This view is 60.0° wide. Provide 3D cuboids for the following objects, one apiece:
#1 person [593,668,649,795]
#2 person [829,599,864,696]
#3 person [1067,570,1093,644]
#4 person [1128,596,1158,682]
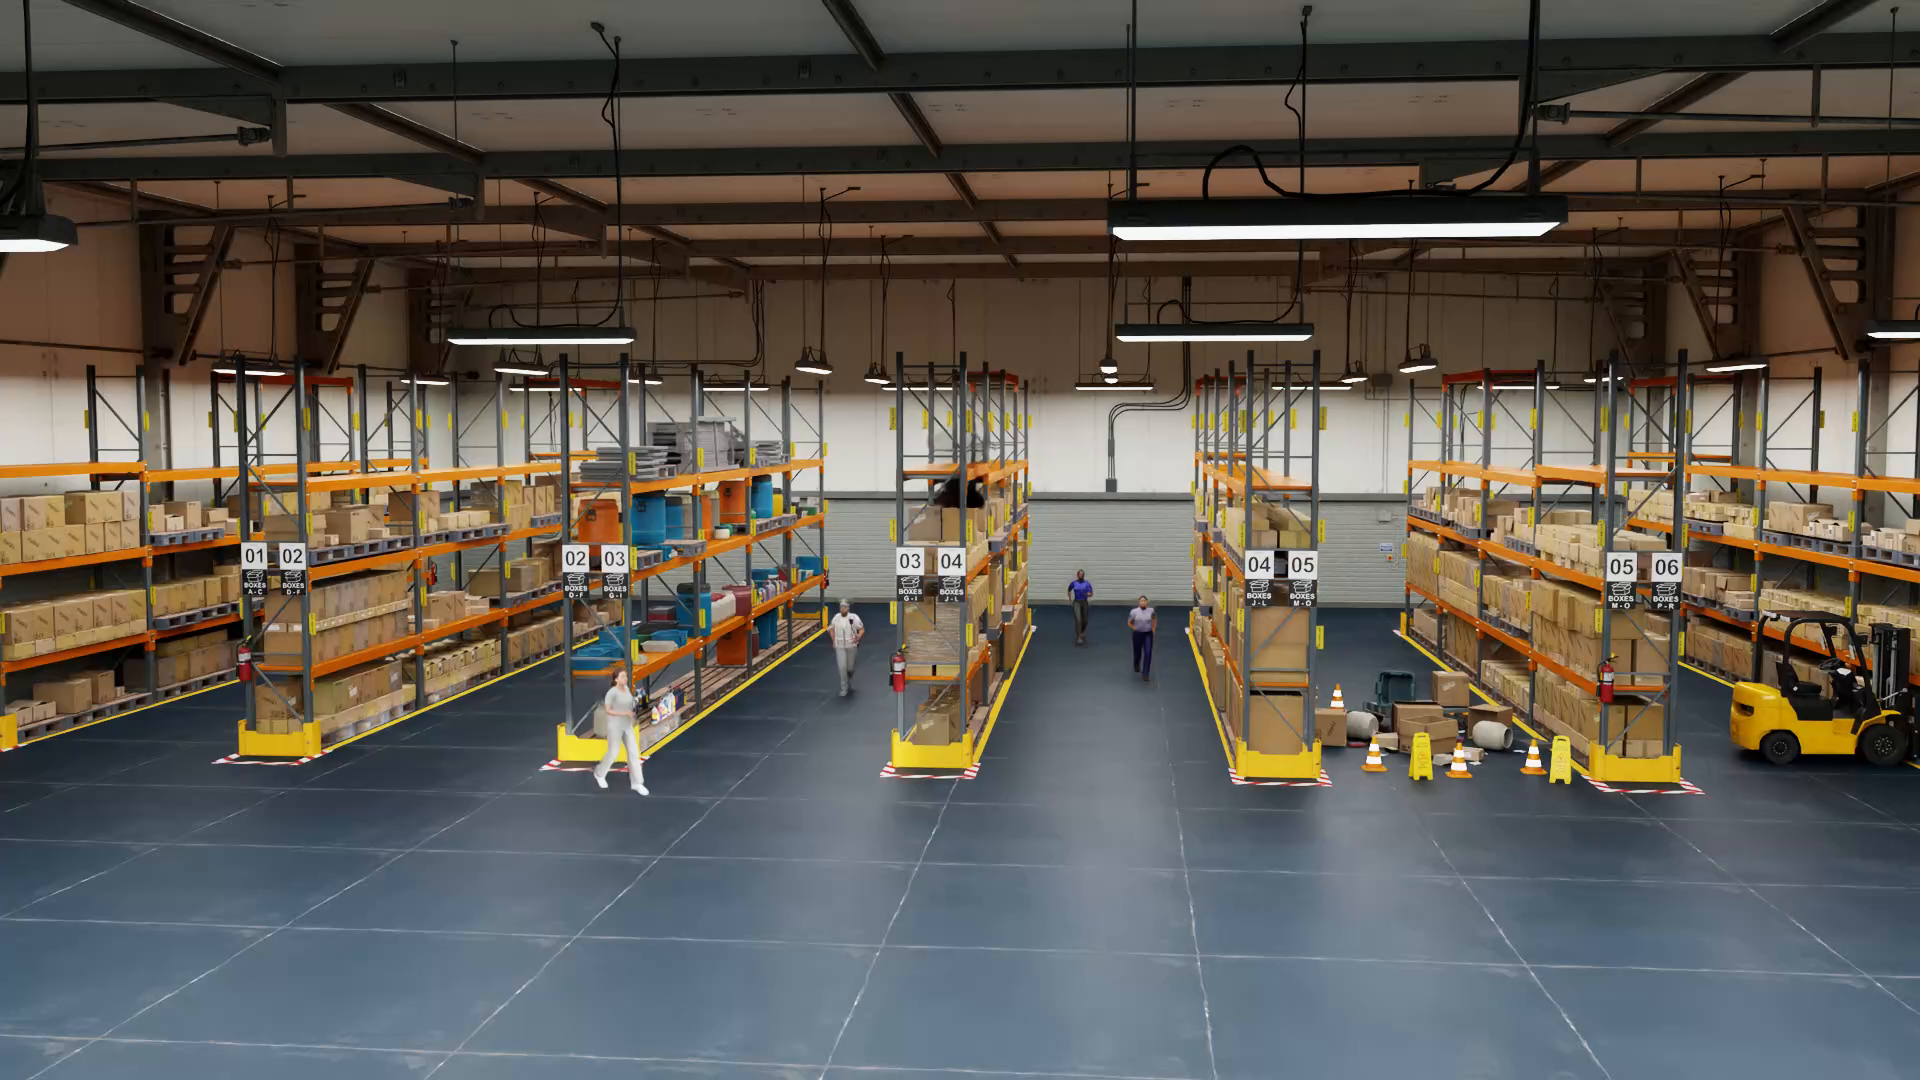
[{"bbox_3d":[-4.583,2.553,22.390,0.926,1.687,0.580,3,5,34],"label":"person"},{"bbox_3d":[-2.093,1.959,30.662,0.657,1.775,0.719,0,4,3],"label":"person"},{"bbox_3d":[2.733,1.492,37.690,0.582,1.621,0.911,0,4,-3],"label":"person"},{"bbox_3d":[3.561,1.887,32.411,0.592,1.638,0.886,0,4,2],"label":"person"}]
